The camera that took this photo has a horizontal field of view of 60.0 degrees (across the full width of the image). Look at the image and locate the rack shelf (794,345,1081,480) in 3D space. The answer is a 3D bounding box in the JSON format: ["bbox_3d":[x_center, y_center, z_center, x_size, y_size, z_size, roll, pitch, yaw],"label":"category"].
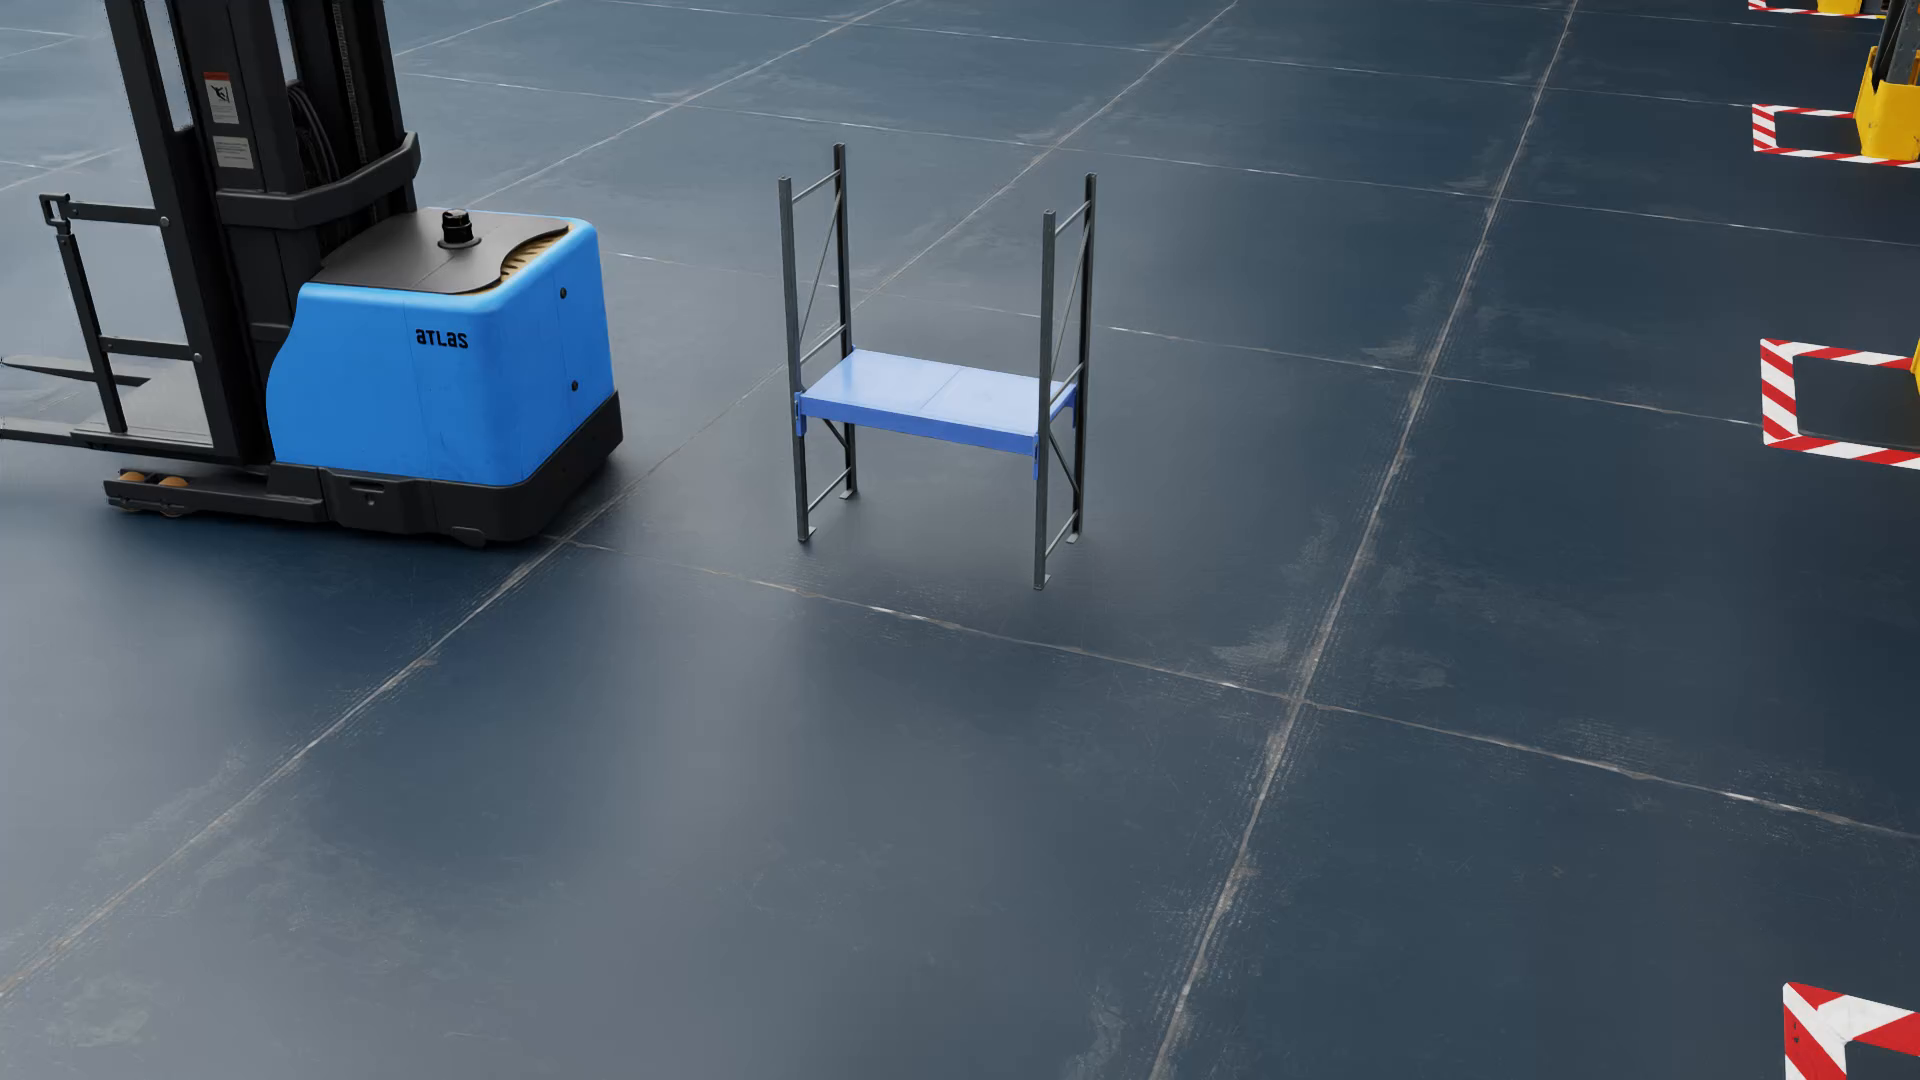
[{"bbox_3d":[-0.079,-0.512,6.497,1.000,0.185,0.538,11,31,19],"label":"rack shelf"}]

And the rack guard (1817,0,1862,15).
[{"bbox_3d":[8.319,-5.334,15.679,0.348,0.500,1.175,11,31,19],"label":"rack guard"}]

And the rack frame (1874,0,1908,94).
[{"bbox_3d":[6.474,-4.159,11.059,0.053,2.616,0.949,11,31,19],"label":"rack frame"}]

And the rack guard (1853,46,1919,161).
[{"bbox_3d":[6.563,-3.079,11.690,0.348,0.500,1.175,11,31,19],"label":"rack guard"}]

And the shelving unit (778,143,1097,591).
[{"bbox_3d":[-0.079,-0.669,6.409,1.048,1.500,0.538,11,31,19],"label":"shelving unit"}]

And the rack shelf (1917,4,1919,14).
[{"bbox_3d":[8.328,-3.477,10.584,4.000,0.370,1.077,11,31,19],"label":"rack shelf"}]

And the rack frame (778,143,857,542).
[{"bbox_3d":[-0.550,-0.763,6.575,0.032,1.500,0.500,11,31,19],"label":"rack frame"}]

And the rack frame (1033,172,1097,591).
[{"bbox_3d":[0.392,-0.575,6.242,0.032,1.500,0.500,11,31,19],"label":"rack frame"}]

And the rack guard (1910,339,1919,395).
[{"bbox_3d":[4.683,-0.799,7.656,0.348,0.500,1.175,11,31,19],"label":"rack guard"}]
